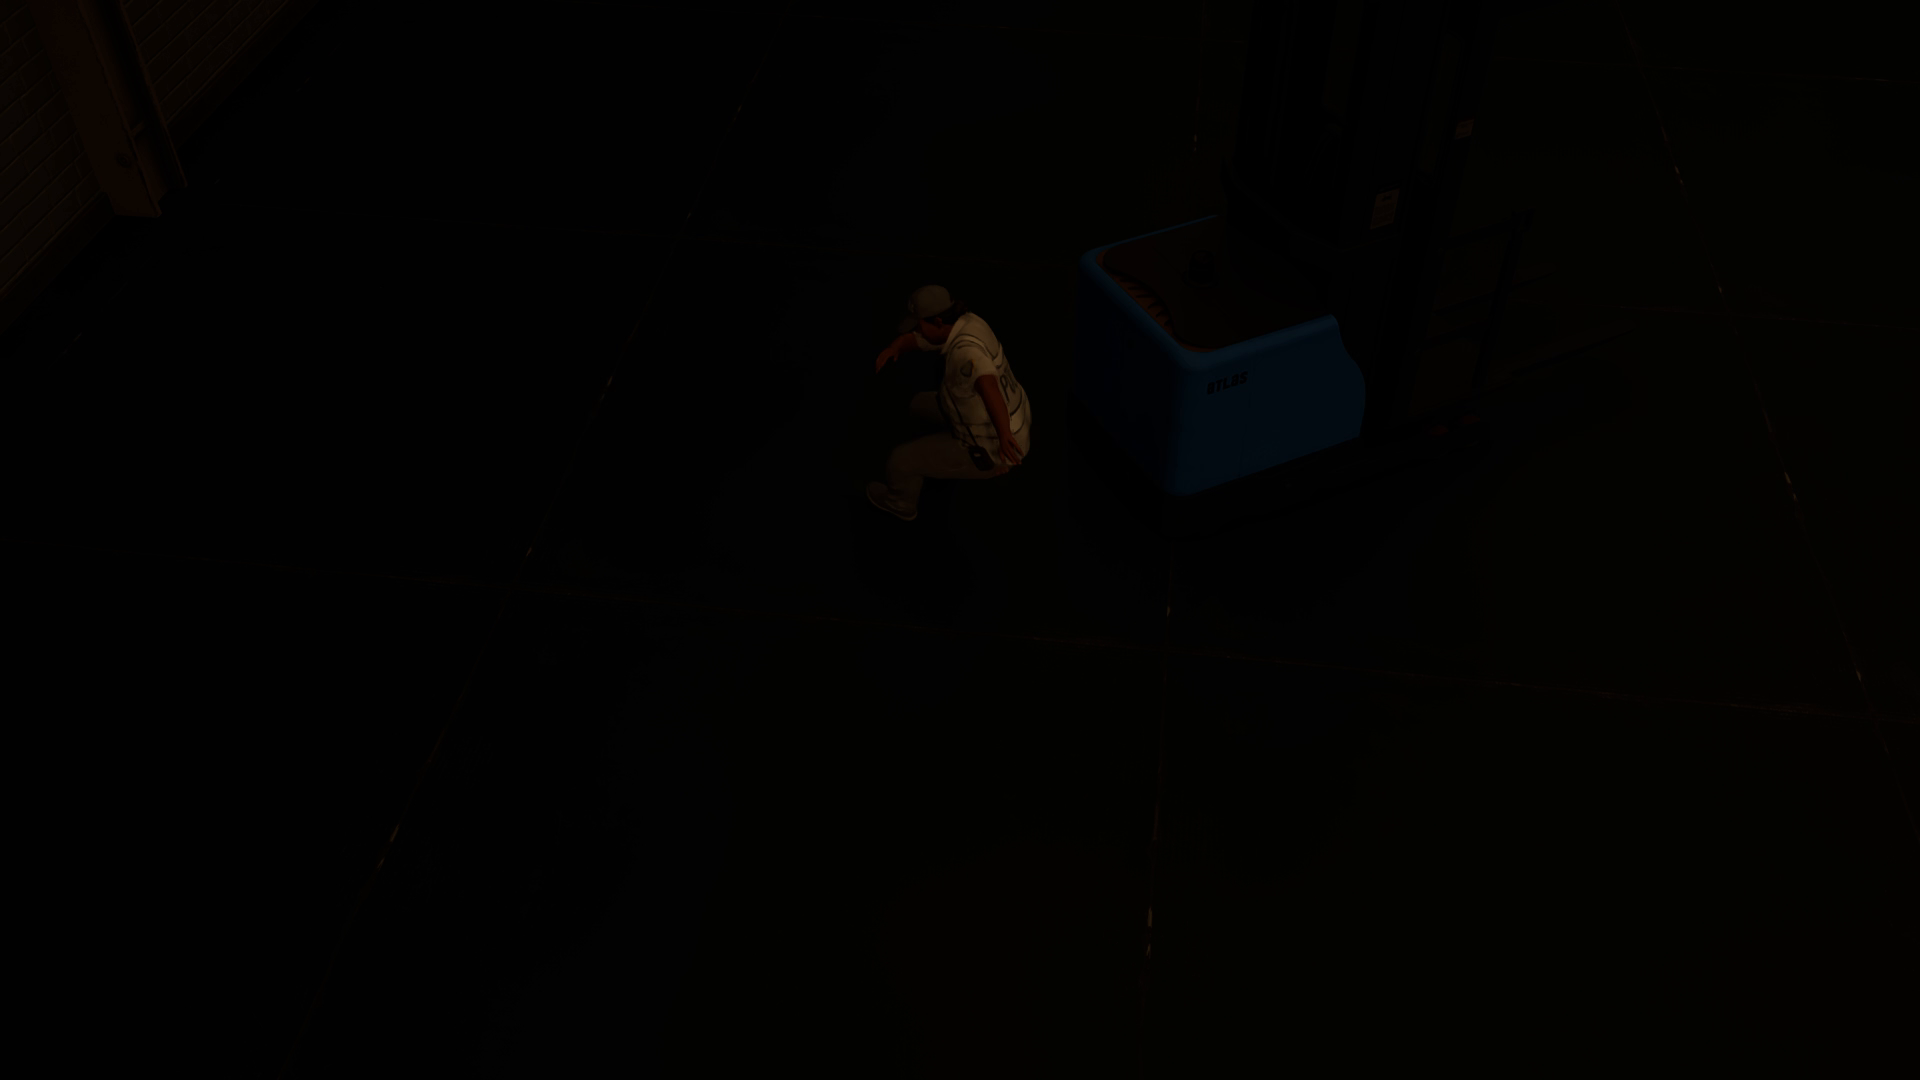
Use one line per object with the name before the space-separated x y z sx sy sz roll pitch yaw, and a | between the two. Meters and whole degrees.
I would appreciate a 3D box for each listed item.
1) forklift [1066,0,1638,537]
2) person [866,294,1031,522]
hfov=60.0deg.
forklift | 2.088 -1.791 7.674 3.031 2.935 1.130 -19 46 -19
person | -0.084 -0.414 7.486 0.801 1.232 1.240 4 43 4
